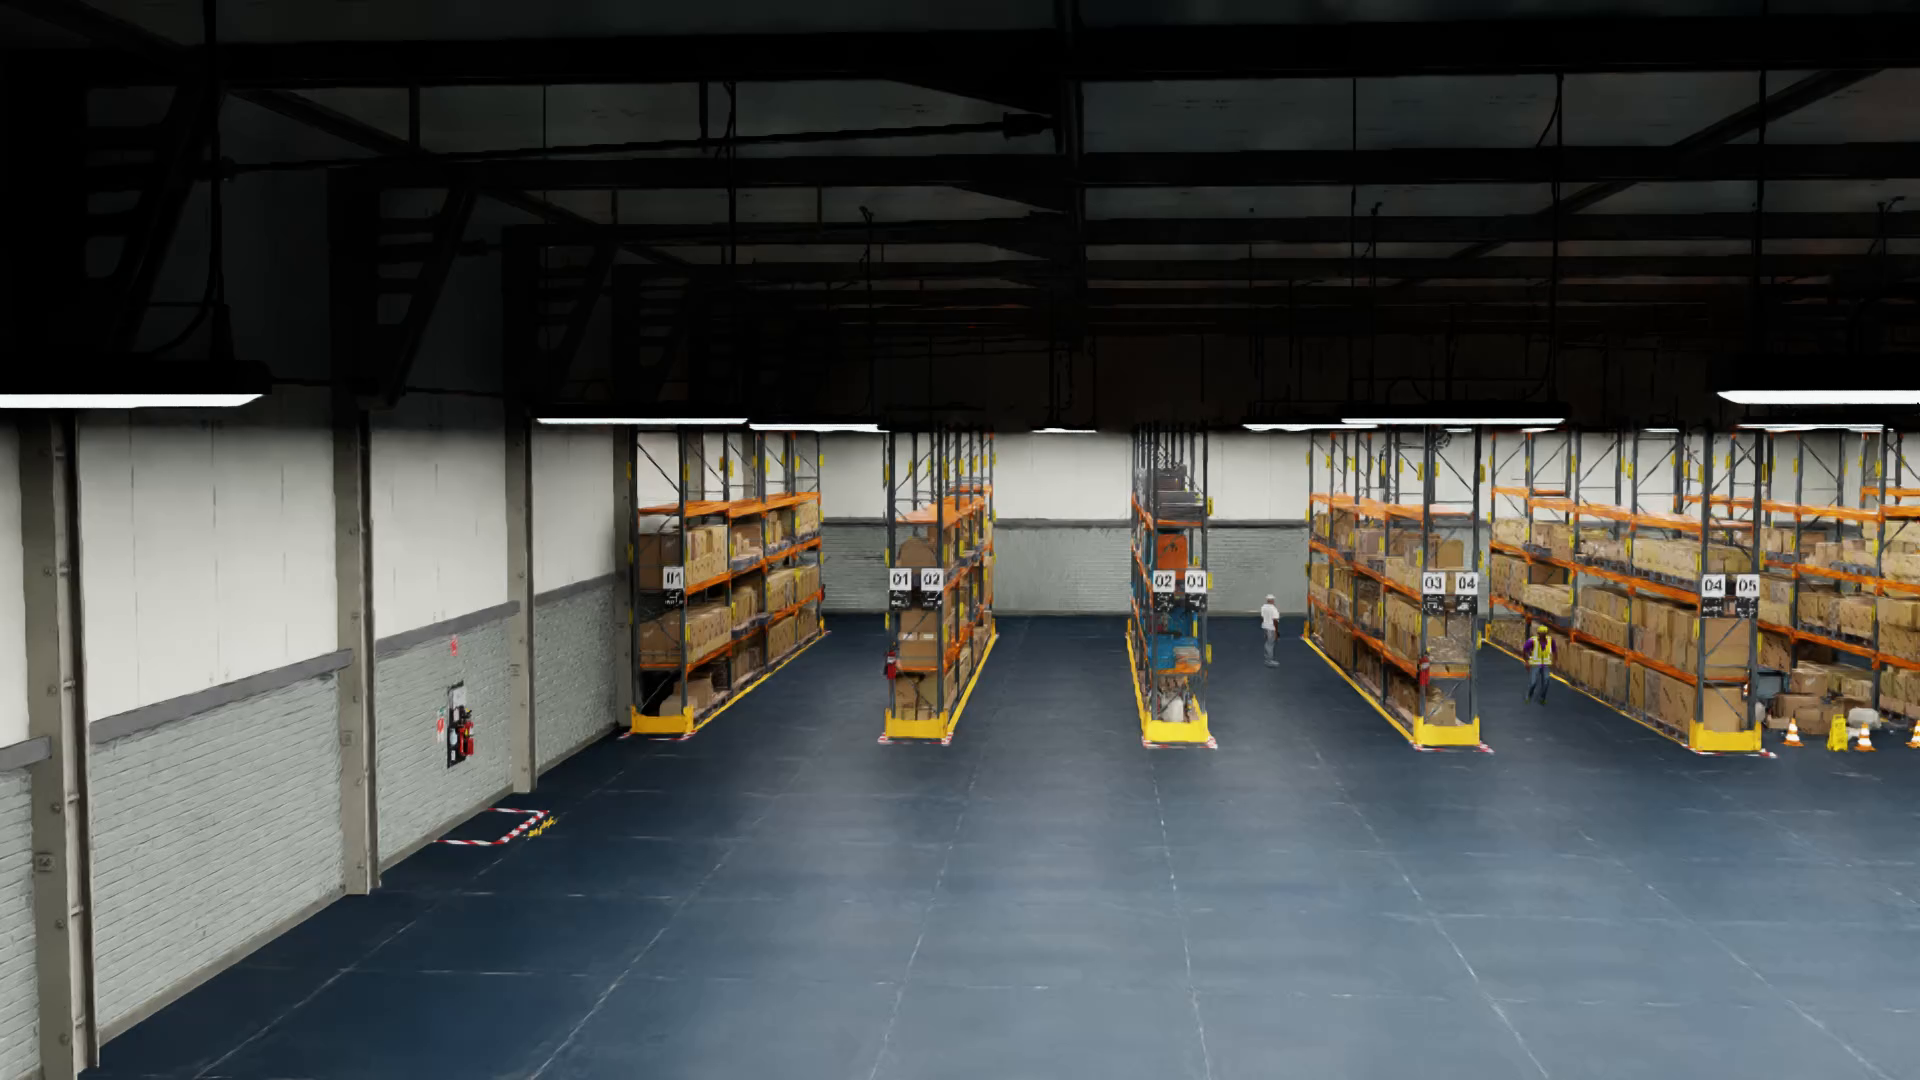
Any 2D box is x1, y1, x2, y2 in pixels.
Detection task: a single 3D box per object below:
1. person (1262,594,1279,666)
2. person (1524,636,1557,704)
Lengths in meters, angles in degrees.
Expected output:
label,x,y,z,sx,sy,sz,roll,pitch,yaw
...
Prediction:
label,x,y,z,sx,sy,sz,roll,pitch,yaw
person,12.501,2.613,34.909,4.164,1.768,16.103,-2,4,-23
person,12.308,2.754,35.325,0.690,1.484,0.470,0,4,2
